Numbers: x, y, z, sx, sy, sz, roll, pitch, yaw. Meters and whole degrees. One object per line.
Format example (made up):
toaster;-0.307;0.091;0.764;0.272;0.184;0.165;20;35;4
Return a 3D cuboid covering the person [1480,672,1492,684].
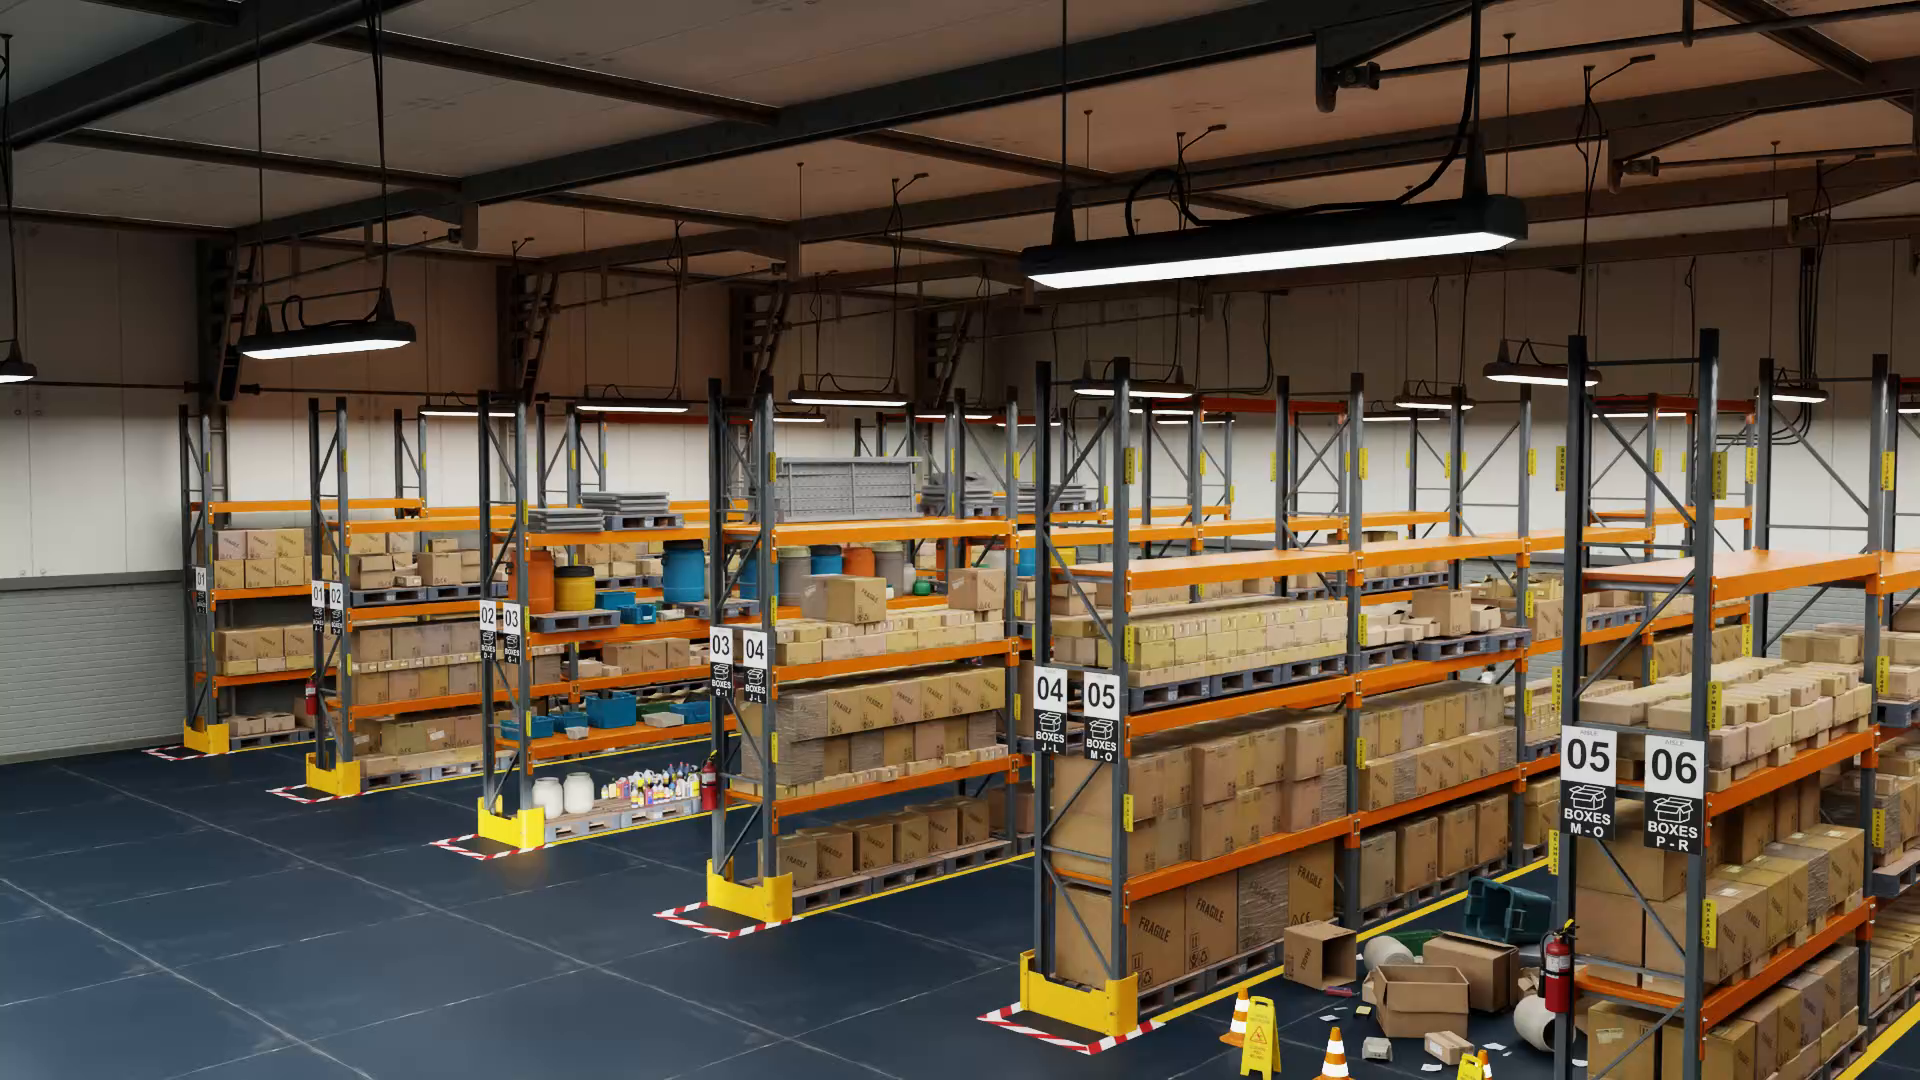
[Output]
person;8.979;2.548;28.398;0.306;0.610;0.469;0;3;3
